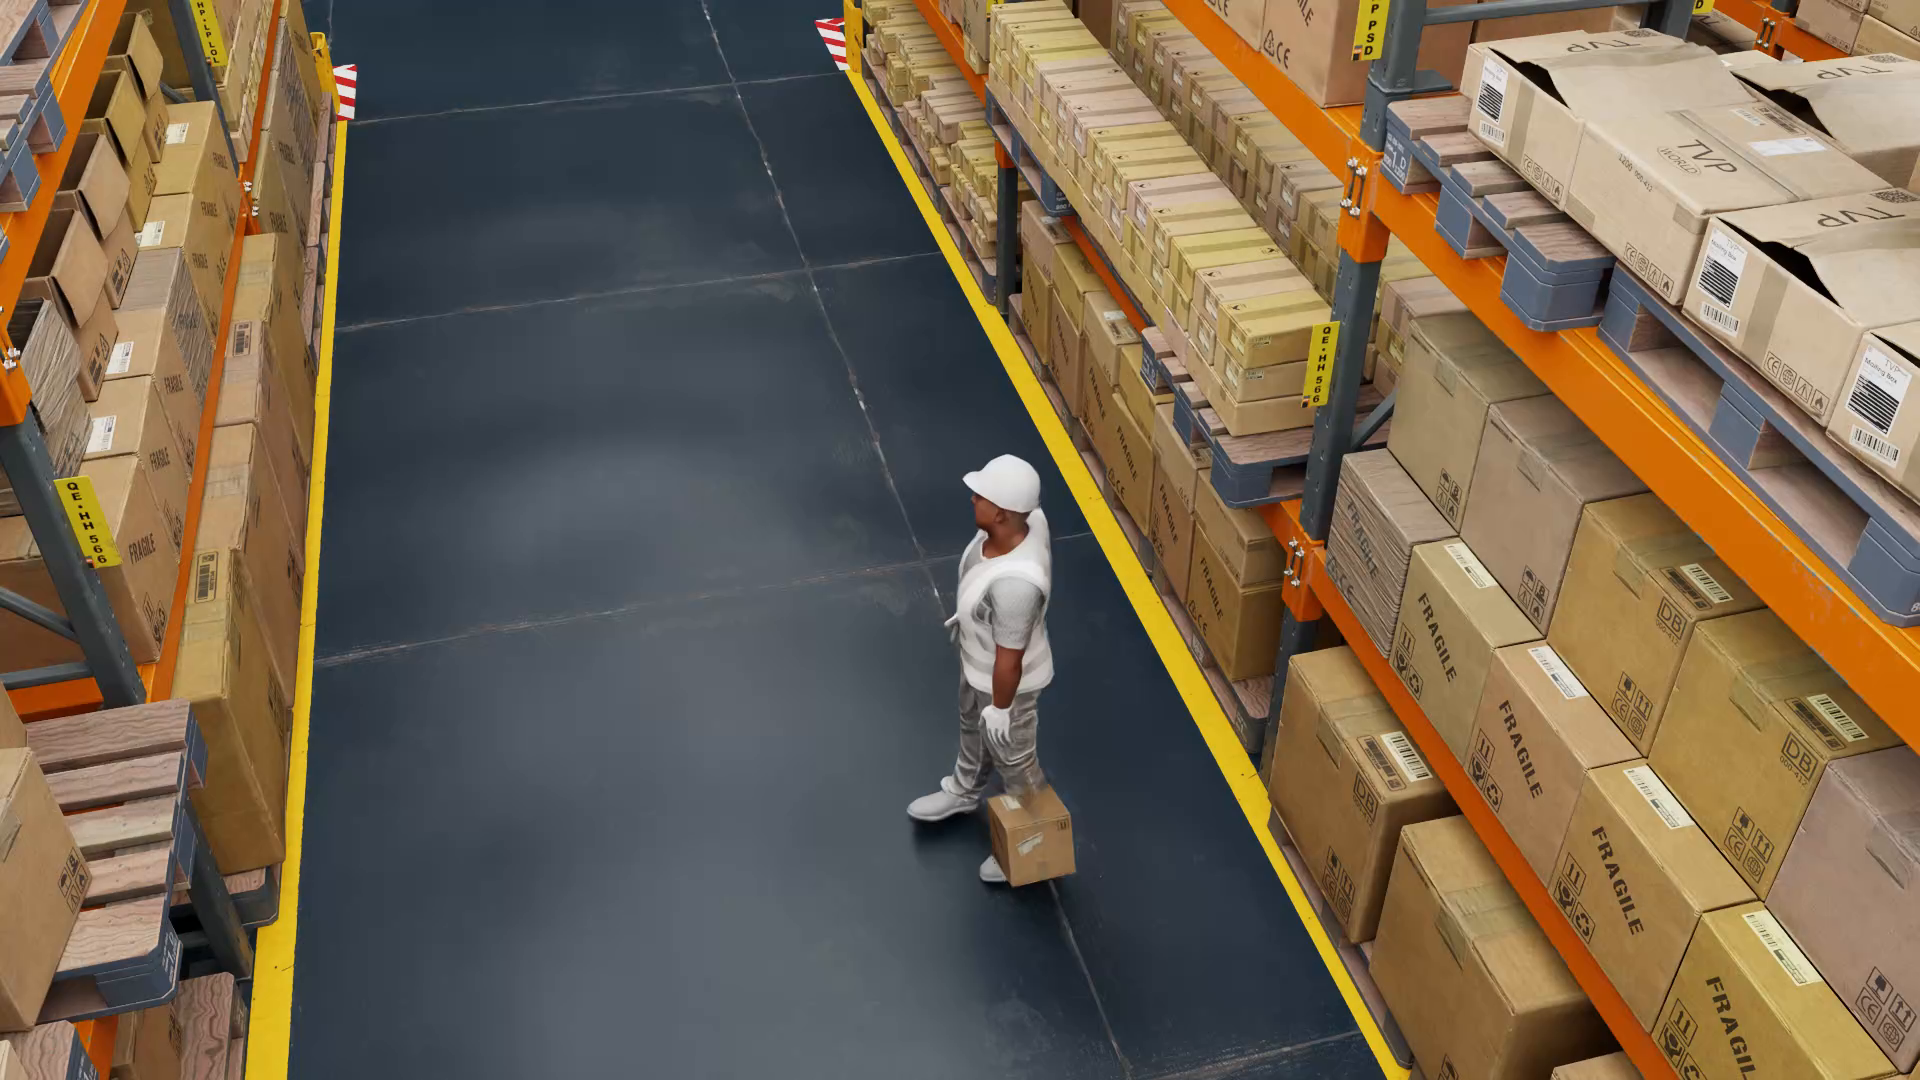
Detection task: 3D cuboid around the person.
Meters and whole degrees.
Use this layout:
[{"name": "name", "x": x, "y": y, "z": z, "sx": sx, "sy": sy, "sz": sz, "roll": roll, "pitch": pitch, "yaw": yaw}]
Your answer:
[{"name": "person", "x": 0.066, "y": 0.456, "z": 6.068, "sx": 0.543, "sy": 1.787, "sz": 0.601, "roll": -3, "pitch": 38, "yaw": -4}]
